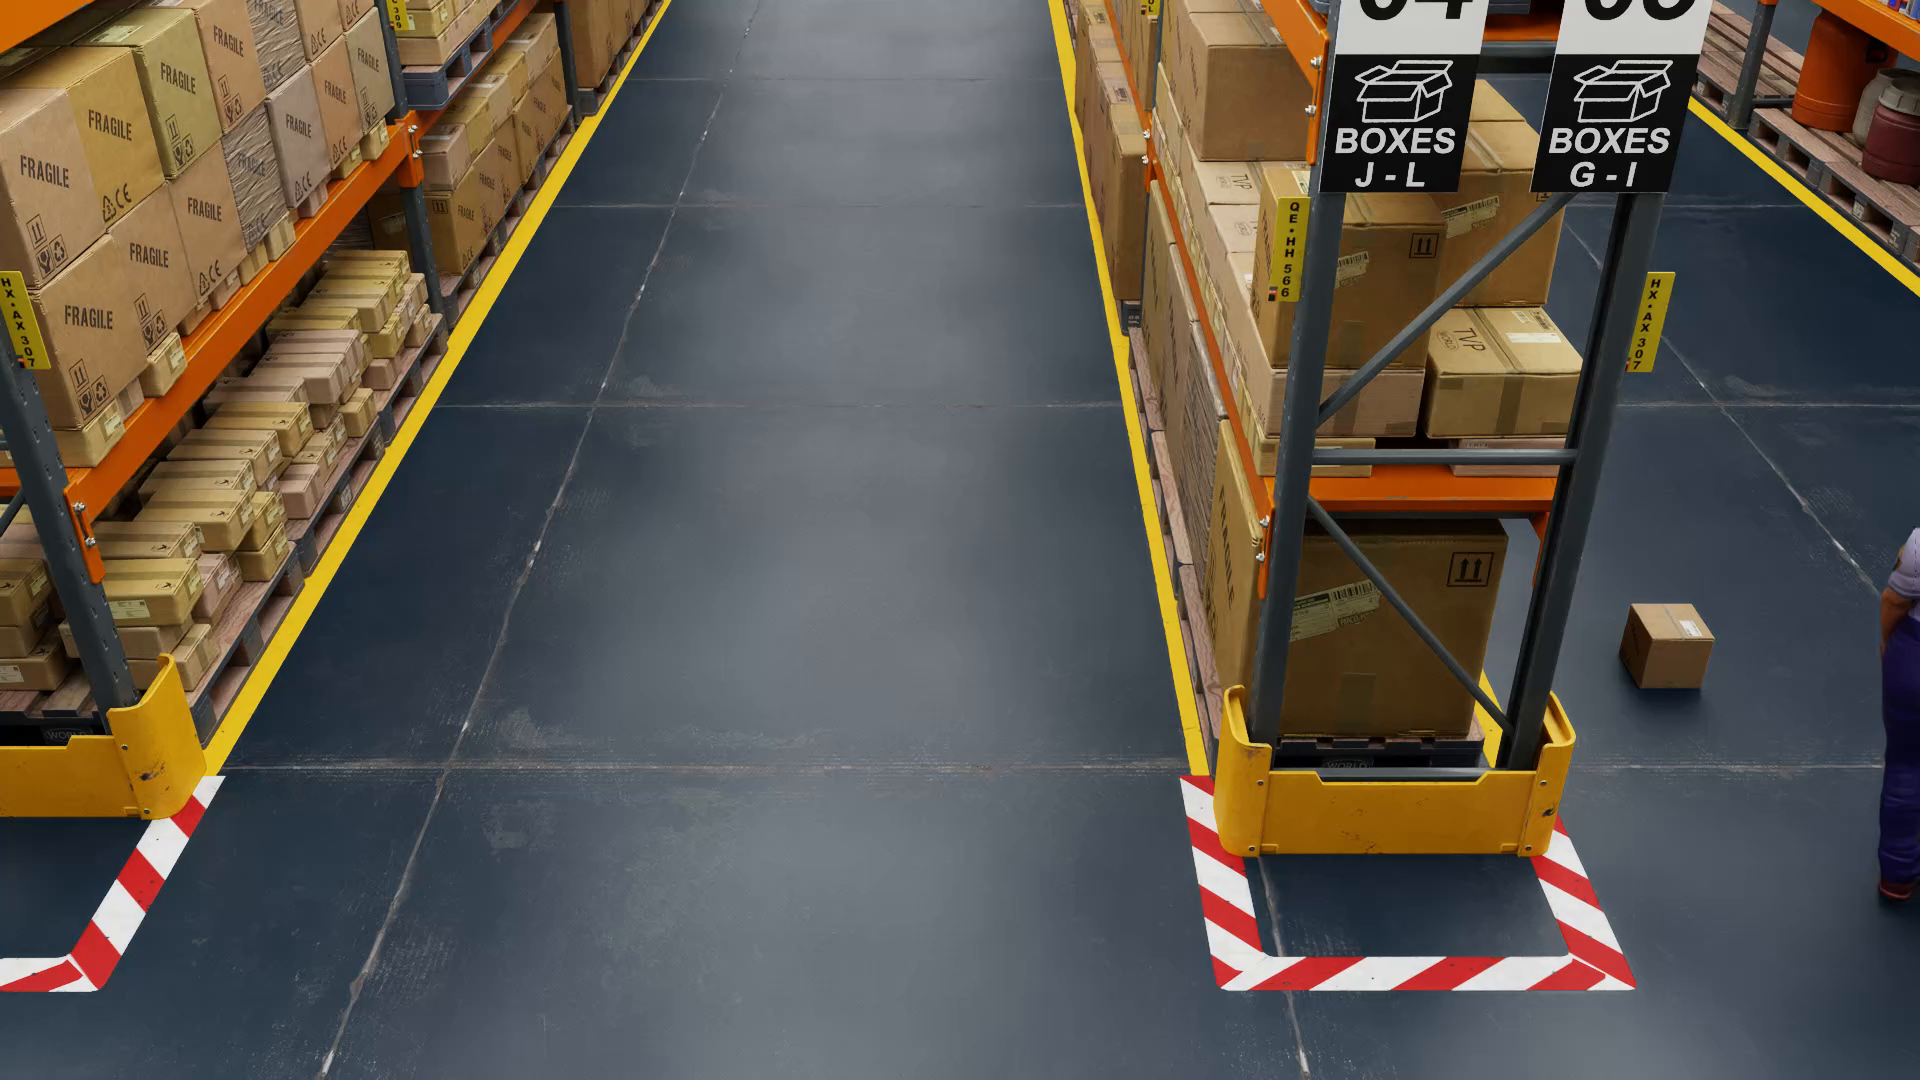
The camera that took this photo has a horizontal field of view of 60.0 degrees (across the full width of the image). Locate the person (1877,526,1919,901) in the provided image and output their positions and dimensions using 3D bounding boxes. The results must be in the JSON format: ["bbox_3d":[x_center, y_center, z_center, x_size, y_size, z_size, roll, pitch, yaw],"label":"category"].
[{"bbox_3d":[3.266,0.437,5.482,0.560,1.698,0.590,11,33,17],"label":"person"}]
